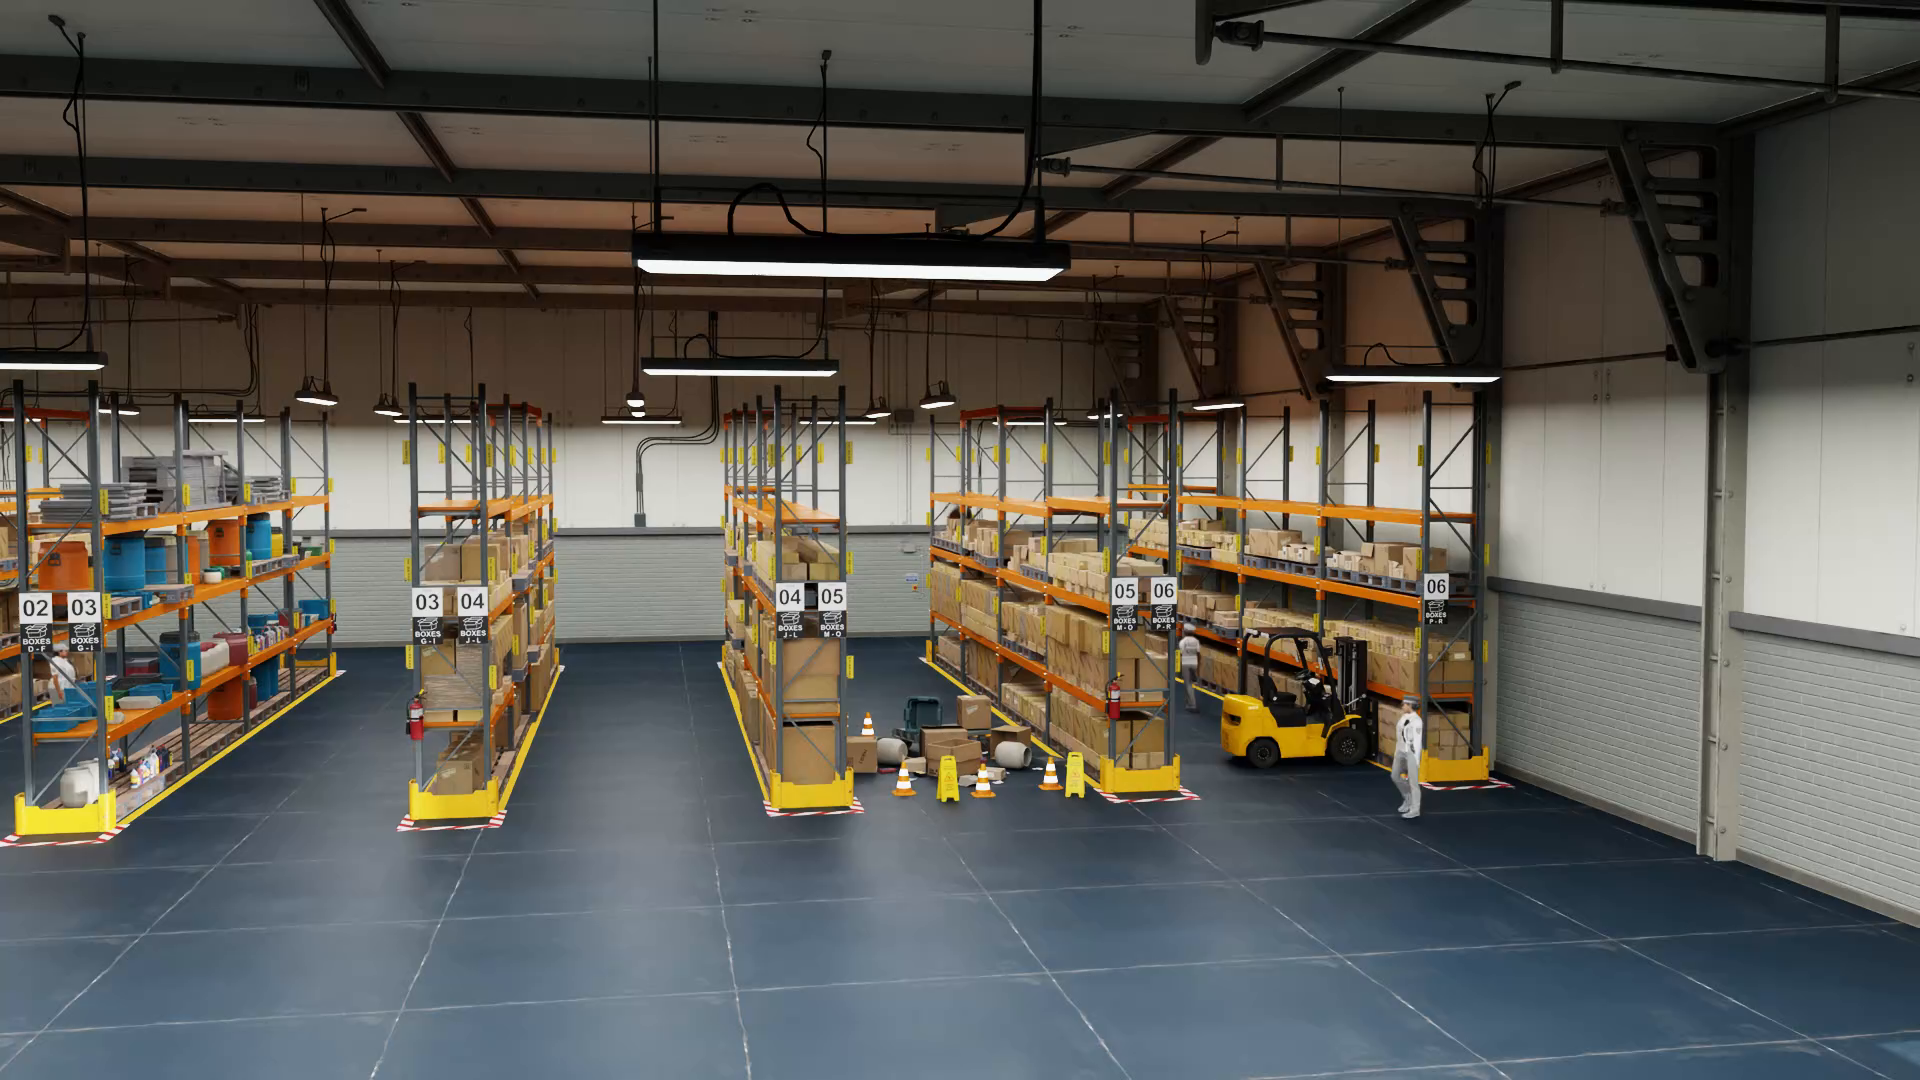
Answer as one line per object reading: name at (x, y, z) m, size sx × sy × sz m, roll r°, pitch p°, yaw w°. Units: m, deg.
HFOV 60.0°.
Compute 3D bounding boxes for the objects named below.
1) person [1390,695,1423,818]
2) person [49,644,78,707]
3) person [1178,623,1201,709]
person at (6.239, 2.989, 23.100) m, size 0.394 × 1.692 × 0.511 m, roll -1°, pitch 3°, yaw -15°
person at (-15.937, 2.691, 29.620) m, size 0.526 × 1.683 × 0.518 m, roll 1°, pitch 3°, yaw 15°
person at (4.479, 2.494, 32.782) m, size 0.481 × 1.712 × 0.739 m, roll -1°, pitch 3°, yaw -23°
